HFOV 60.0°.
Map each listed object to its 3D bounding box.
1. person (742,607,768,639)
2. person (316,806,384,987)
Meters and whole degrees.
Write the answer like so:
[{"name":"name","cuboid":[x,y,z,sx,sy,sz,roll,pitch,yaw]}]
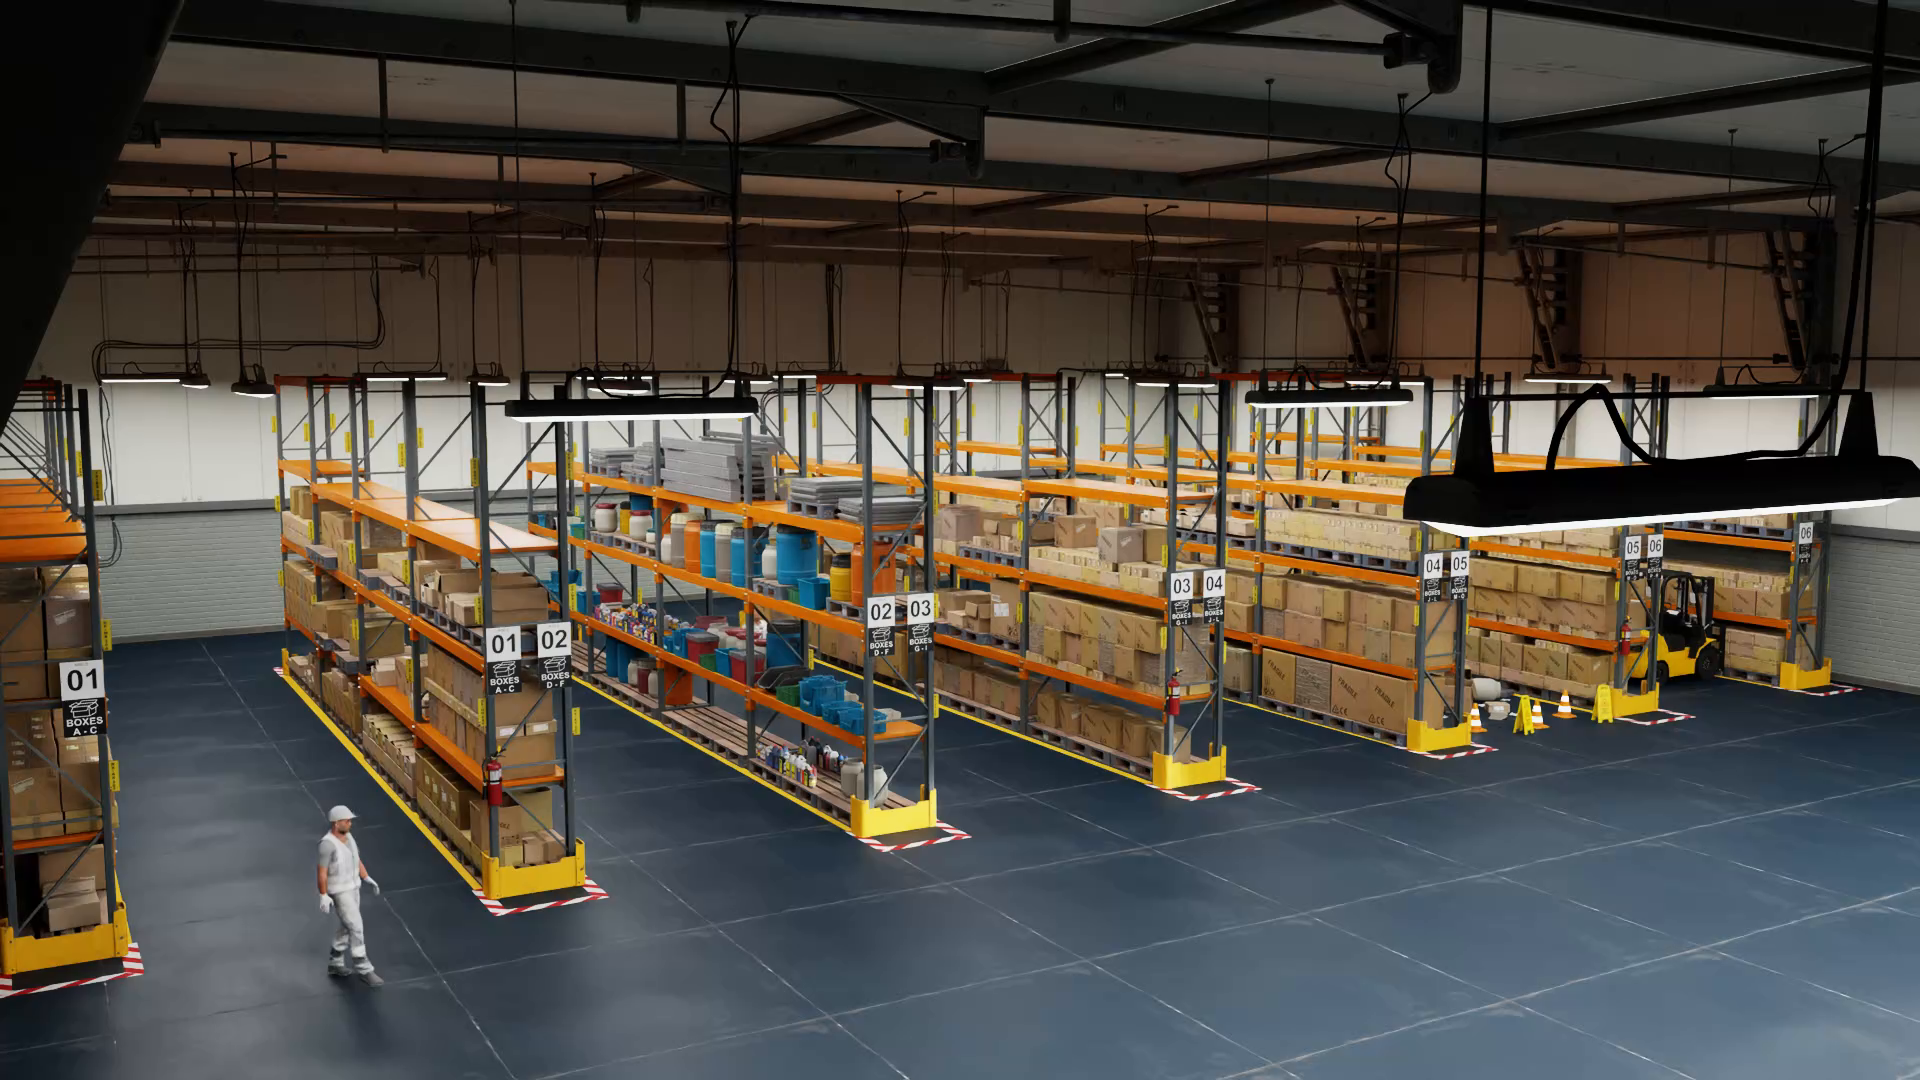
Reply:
[{"name":"person","cuboid":[-3.655,1.987,30.189,0.692,1.549,1.116,-3,7,-29]},{"name":"person","cuboid":[-6.169,3.601,16.959,0.753,1.791,0.558,1,6,9]}]
